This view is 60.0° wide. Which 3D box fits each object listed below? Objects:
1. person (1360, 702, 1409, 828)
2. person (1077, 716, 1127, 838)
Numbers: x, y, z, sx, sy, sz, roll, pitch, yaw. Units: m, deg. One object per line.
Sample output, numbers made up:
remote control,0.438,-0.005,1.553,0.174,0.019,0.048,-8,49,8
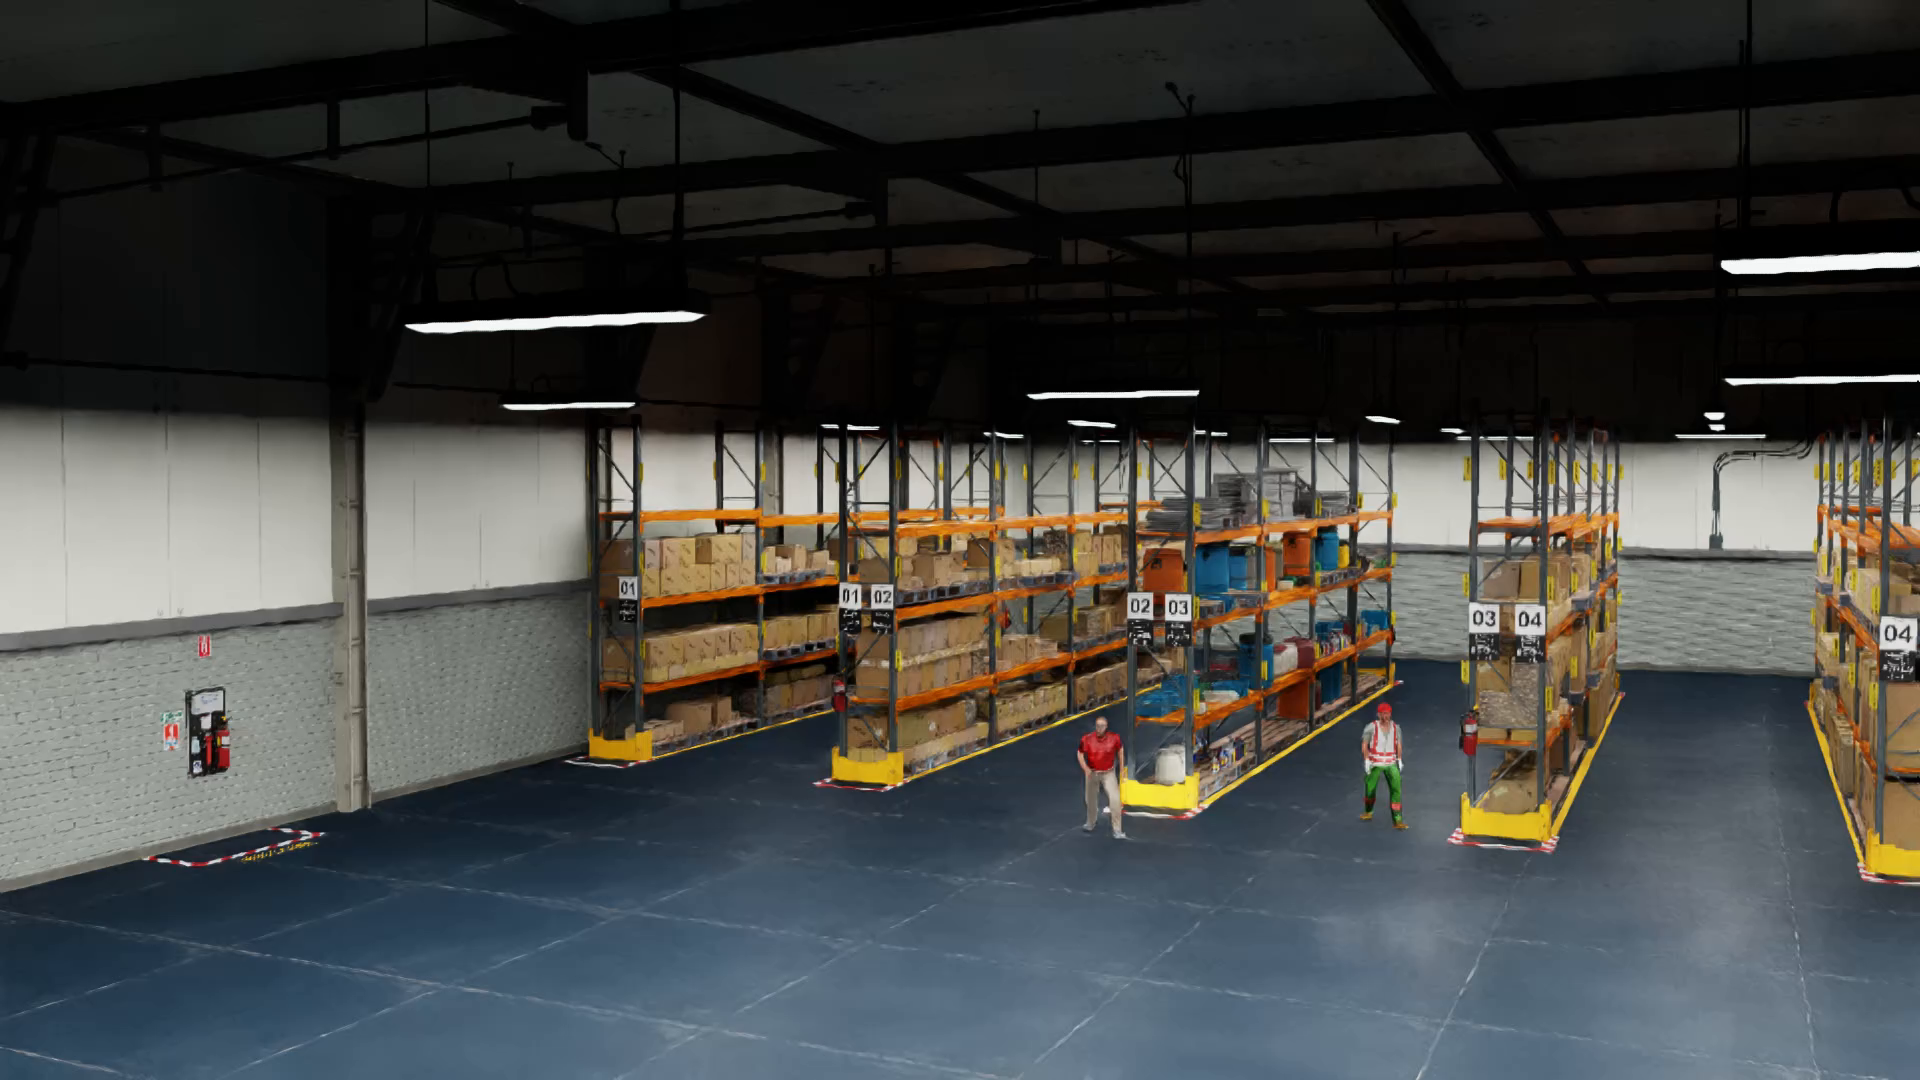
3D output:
person,5.992,3.163,23.553,0.611,1.753,0.871,0,2,2
person,1.961,3.219,22.865,0.700,1.658,0.857,0,2,8
